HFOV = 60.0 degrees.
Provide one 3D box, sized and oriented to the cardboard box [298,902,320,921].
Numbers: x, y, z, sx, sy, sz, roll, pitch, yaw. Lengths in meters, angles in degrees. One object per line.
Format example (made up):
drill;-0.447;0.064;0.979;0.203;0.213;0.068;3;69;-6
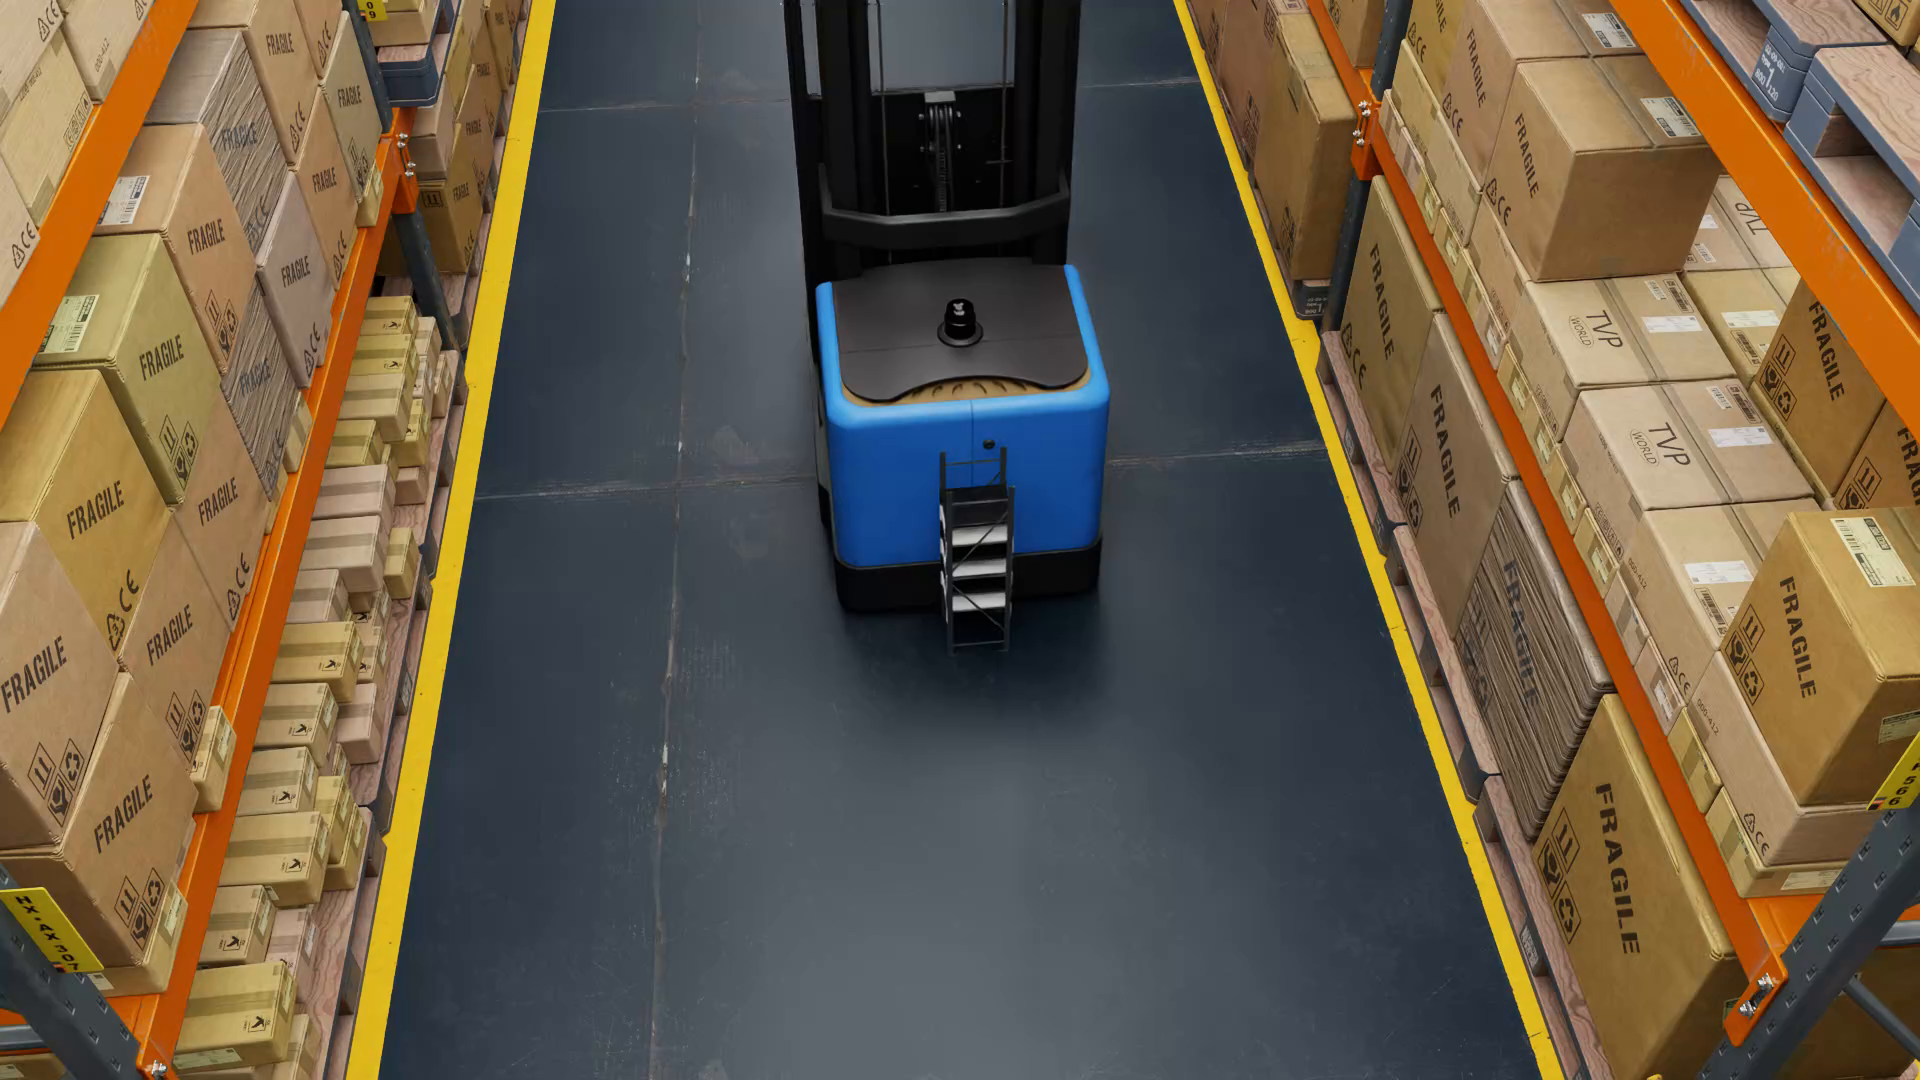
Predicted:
cardboard box;-2.286;1.218;5.341;0.380;0.149;0.250;-3;47;-3

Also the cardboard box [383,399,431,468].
cardboard box;-2.347;-0.419;6.687;0.380;0.149;0.250;-5;47;-5

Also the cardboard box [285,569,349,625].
cardboard box;-2.382;0.249;5.849;0.380;0.149;0.250;-3;47;-3

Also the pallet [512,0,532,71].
pallet;-3.036;-3.119;9.695;1.003;0.211;1.213;-3;47;-3

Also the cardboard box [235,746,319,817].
cardboard box;-2.275;0.820;5.309;0.380;0.149;0.250;-6;47;-5

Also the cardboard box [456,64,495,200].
cardboard box;-2.609;-1.968;8.116;0.500;0.500;0.500;-2;47;-1

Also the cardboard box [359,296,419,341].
cardboard box;-2.476;-0.876;6.915;0.380;0.149;0.250;-2;47;-2

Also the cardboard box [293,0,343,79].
cardboard box;-2.456;-1.906;5.663;0.500;0.500;0.500;-5;47;-5

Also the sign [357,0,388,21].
sign;-2.225;-2.086;6.200;0.100;0.325;0.005;-3;47;-3

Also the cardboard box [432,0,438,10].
cardboard box;-2.369;-2.321;6.902;0.380;0.149;0.250;-3;47;-3

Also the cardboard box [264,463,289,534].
cardboard box;-2.312;-0.149;5.134;0.380;0.149;0.250;-2;47;-2

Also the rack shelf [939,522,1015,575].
rack shelf;0.060;0.020;6.170;0.258;0.077;0.200;-5;47;-5

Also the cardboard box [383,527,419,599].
cardboard box;-2.306;0.098;6.402;0.380;0.149;0.250;-4;47;-3

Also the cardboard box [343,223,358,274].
cardboard box;-2.415;-1.094;6.029;0.380;0.149;0.250;-2;47;-2

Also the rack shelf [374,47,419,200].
rack shelf;-2.932;-2.949;8.109;1.077;0.370;4.000;-3;47;-3

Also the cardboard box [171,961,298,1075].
cardboard box;-2.135;1.376;4.782;0.380;0.149;0.250;-5;47;-5

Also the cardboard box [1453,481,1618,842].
cardboard box;2.311;0.386;5.629;0.875;0.875;0.875;-3;47;-3

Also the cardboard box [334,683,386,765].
cardboard box;-2.249;0.662;5.867;0.380;0.149;0.250;-6;47;-5

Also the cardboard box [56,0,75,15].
cardboard box;-2.327;-1.450;3.887;0.500;0.250;0.500;-5;47;-5

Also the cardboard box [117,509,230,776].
cardboard box;-2.263;0.281;4.281;0.500;0.500;0.500;-3;47;-3

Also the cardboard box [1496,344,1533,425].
cardboard box;2.011;-0.529;5.495;0.380;0.149;0.250;-5;47;-4

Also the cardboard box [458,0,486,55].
cardboard box;-2.649;-2.597;8.196;0.500;0.250;0.500;-2;47;-2

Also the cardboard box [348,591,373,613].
cardboard box;-2.380;0.146;6.151;0.380;0.149;0.250;-5;47;-5

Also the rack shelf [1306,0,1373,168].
rack shelf;2.019;-3.177;8.325;1.077;0.370;4.000;-3;47;-3

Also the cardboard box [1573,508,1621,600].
cardboard box;2.076;0.026;4.969;0.380;0.149;0.250;-4;47;-4

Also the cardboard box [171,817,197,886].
cardboard box;-2.193;0.795;4.241;0.380;0.149;0.250;-2;47;-2

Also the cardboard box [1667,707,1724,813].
cardboard box;2.139;0.577;4.447;0.380;0.149;0.250;-3;47;-3

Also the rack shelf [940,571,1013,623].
rack shelf;0.060;0.206;6.366;0.258;0.077;0.200;-5;47;-5

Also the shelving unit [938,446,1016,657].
shelving unit;0.060;0.059;6.211;0.258;0.900;0.210;-5;47;-5

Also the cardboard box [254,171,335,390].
cardboard box;-2.360;-0.818;5.321;0.500;0.500;0.500;-4;47;-4

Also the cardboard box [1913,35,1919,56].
cardboard box;2.497;-1.116;3.384;0.700;0.500;0.500;-5;47;-5

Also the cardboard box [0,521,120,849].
cardboard box;-2.203;0.323;3.552;0.500;0.500;0.500;-4;47;-4

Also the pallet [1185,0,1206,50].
pallet;1.842;-3.338;9.902;1.003;0.211;1.213;-3;47;-3

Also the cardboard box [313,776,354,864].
cardboard box;-2.207;0.918;5.420;0.380;0.149;0.250;-2;47;-2

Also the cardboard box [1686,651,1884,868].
cardboard box;2.216;0.531;4.216;0.500;0.250;0.500;-4;47;-4

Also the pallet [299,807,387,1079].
pallet;-2.469;1.459;5.360;1.003;0.211;1.213;-3;47;-3

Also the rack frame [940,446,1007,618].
rack frame;0.048;-0.014;6.280;0.240;0.900;0.006;-5;47;-5

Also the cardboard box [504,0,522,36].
cardboard box;-2.745;-3.092;9.181;0.500;0.500;0.500;-2;47;-2

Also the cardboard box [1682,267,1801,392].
cardboard box;2.612;-0.615;5.301;0.500;0.250;0.500;-4;47;-4

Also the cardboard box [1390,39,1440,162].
cardboard box;1.964;-1.673;6.303;0.500;0.250;0.500;-4;47;-4

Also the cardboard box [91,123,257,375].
cardboard box;-2.319;-0.788;4.604;0.500;0.500;0.500;-5;47;-5

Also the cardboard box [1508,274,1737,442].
cardboard box;2.083;-0.581;5.269;0.500;0.250;0.500;-3;47;-3

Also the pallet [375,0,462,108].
pallet;-2.684;-2.245;7.079;1.003;0.211;1.213;-3;47;-3

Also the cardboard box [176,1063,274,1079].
cardboard box;-2.218;1.484;4.885;0.380;0.149;0.250;-2;47;-2

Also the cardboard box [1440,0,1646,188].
cardboard box;2.005;-1.567;5.687;0.500;0.500;0.500;-3;47;-3

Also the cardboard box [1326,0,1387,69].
cardboard box;1.875;-2.334;6.962;0.500;0.500;0.500;-3;47;-3

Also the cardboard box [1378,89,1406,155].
cardboard box;1.879;-1.657;6.563;0.380;0.149;0.250;-3;47;-3

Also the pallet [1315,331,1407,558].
pallet;2.172;-0.464;7.180;1.003;0.211;1.213;-3;47;-3

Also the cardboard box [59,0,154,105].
cardboard box;-2.341;-1.303;4.092;0.500;0.250;0.500;-4;47;-3

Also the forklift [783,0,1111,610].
forklift;-0.131;-1.810;6.582;1.130;2.935;3.031;-5;47;-5

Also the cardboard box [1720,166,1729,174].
cardboard box;2.529;-1.607;5.725;0.500;0.500;0.500;-3;47;-3

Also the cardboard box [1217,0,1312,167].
cardboard box;2.037;-2.500;8.362;1.225;0.875;0.875;-5;47;-5

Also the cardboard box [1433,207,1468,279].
cardboard box;1.948;-1.086;6.022;0.380;0.149;0.250;-5;47;-4

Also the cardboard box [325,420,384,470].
cardboard box;-2.443;-0.322;6.390;0.380;0.149;0.250;-2;47;-2
